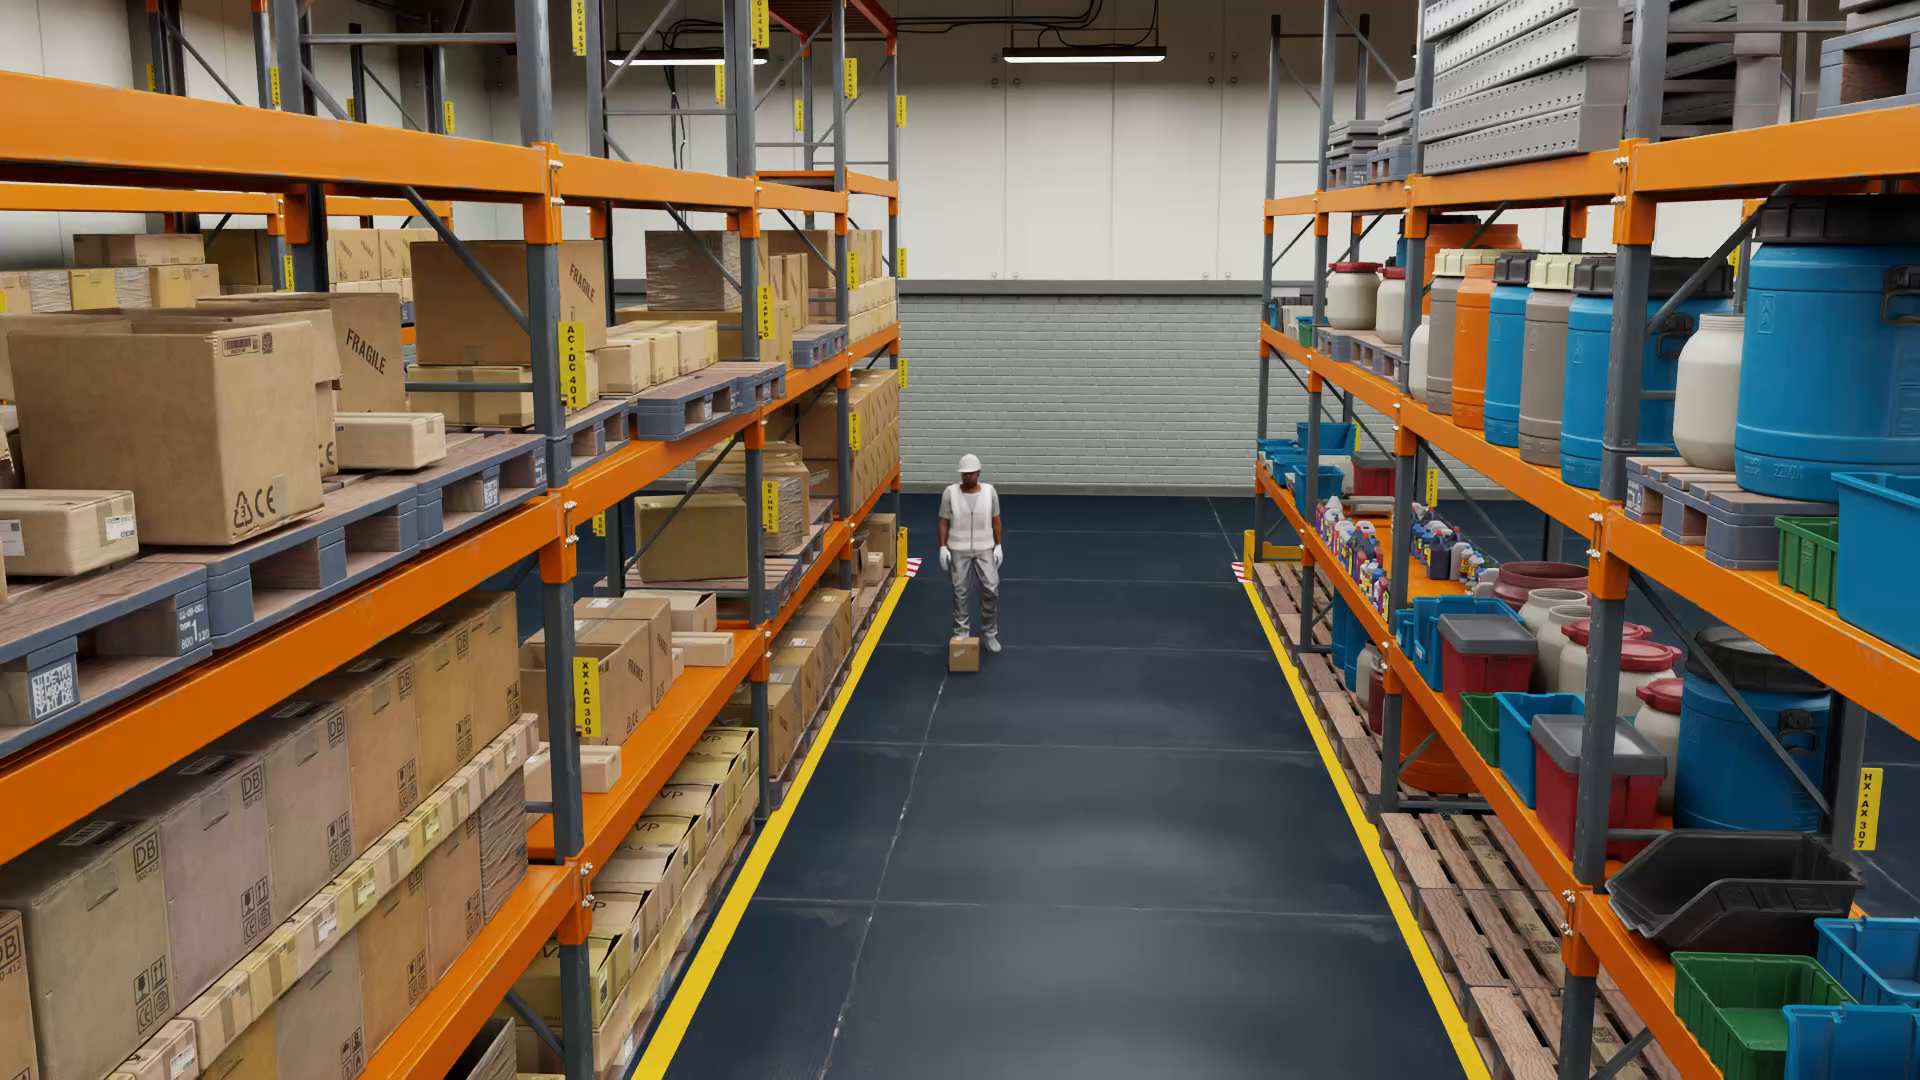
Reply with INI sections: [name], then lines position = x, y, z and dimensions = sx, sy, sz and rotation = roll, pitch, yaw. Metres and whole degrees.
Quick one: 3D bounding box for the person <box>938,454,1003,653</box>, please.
[person]
position = 0.102, 0.128, 15.170
dimensions = 0.601, 1.829, 0.408
rotation = -1, 11, -4
